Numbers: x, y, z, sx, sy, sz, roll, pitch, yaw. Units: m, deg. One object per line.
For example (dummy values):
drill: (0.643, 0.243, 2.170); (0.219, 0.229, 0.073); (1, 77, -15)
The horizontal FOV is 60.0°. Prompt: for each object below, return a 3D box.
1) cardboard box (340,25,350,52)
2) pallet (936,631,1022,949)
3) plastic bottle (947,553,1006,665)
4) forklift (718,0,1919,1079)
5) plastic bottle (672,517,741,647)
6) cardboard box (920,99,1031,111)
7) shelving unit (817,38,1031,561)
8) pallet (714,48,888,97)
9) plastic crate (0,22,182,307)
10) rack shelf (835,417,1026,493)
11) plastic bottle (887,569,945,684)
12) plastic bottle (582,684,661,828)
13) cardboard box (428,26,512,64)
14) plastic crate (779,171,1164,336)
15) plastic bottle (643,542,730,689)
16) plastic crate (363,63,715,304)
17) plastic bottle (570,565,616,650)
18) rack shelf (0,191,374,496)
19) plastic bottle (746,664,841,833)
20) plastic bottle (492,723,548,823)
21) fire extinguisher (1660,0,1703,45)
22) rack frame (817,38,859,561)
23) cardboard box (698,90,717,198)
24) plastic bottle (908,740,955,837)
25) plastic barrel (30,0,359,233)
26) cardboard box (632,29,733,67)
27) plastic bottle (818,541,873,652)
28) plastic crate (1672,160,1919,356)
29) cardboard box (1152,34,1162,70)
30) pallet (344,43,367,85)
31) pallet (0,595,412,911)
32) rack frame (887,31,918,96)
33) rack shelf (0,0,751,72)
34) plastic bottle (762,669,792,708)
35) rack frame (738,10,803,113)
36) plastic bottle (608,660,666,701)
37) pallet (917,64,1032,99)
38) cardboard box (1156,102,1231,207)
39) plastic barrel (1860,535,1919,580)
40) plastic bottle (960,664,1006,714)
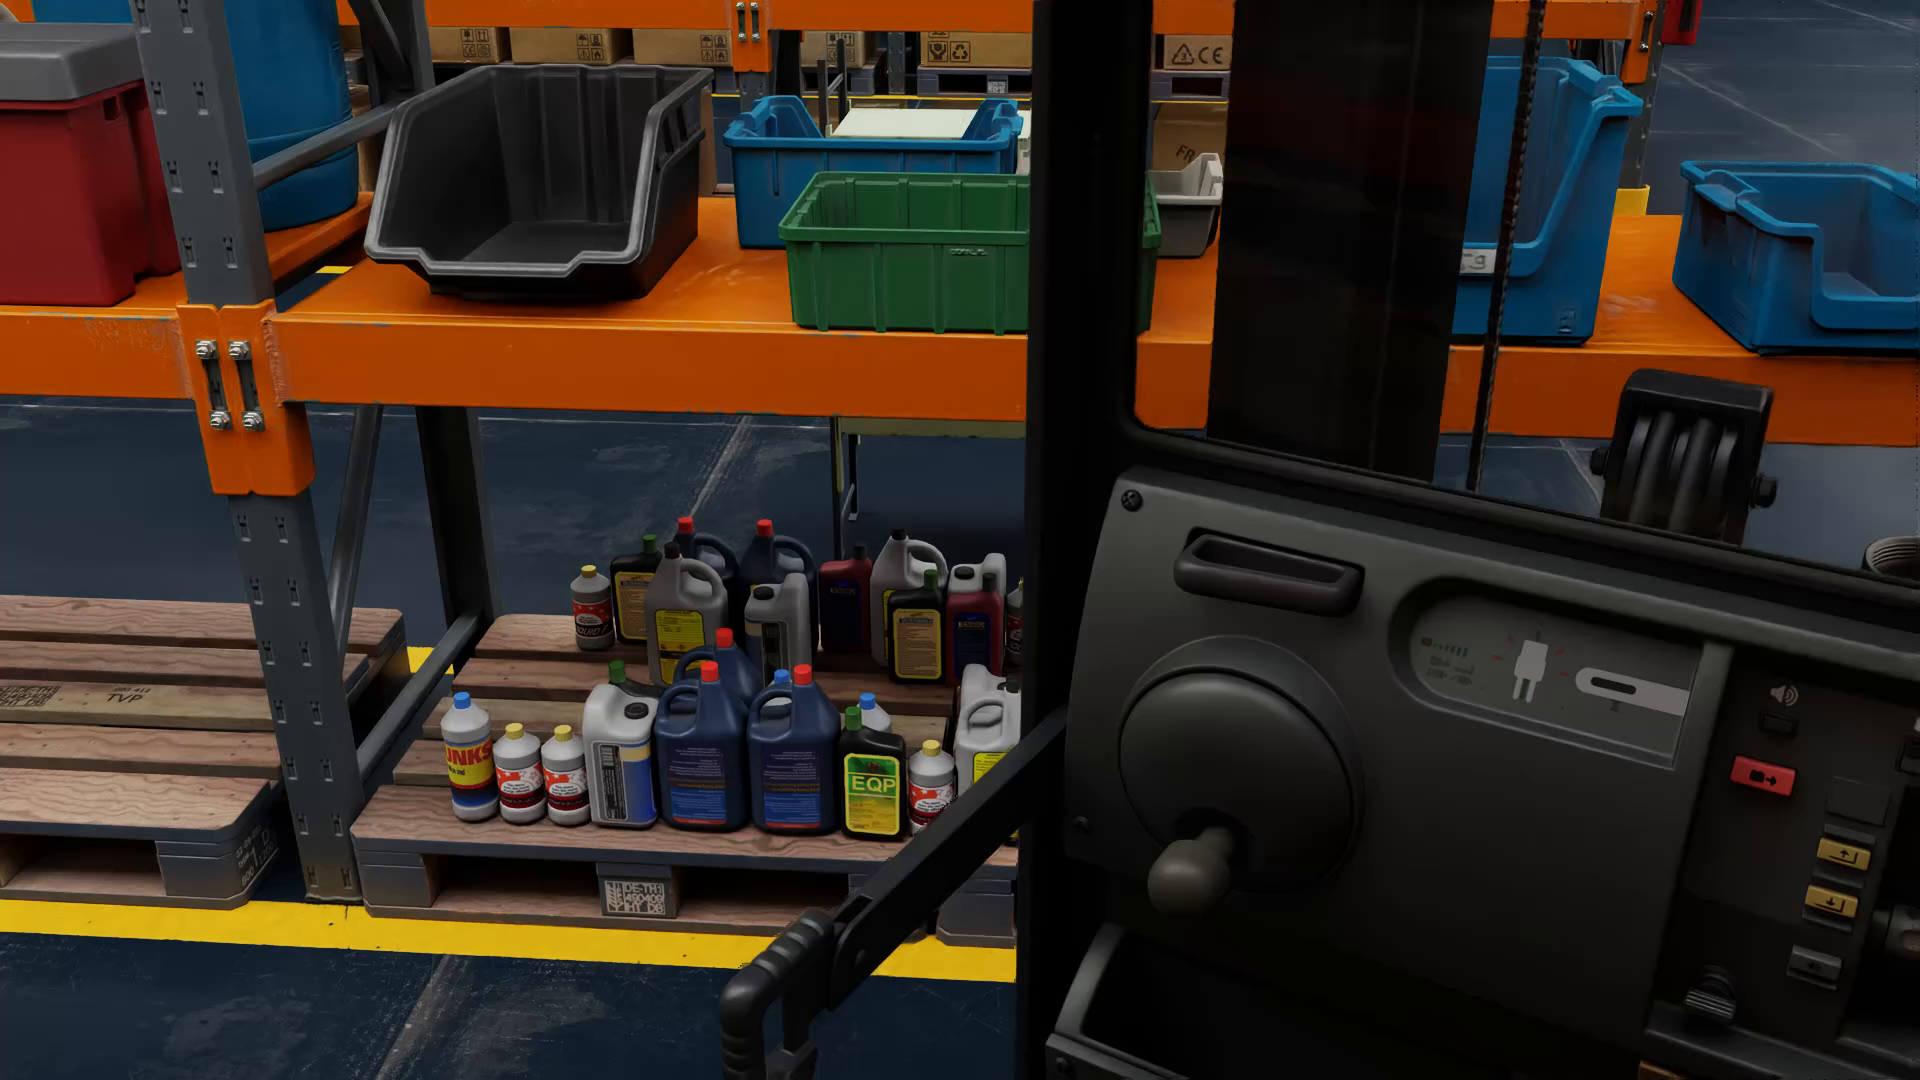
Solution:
cardboard box: (-5.104, -4.016, 12.877); (0.500, 0.500, 0.500); (2, 25, 4)
pallet: (0.587, 0.551, 3.800); (1.213, 0.211, 1.003); (2, 25, 4)
plastic bottle: (0.040, 0.169, 4.027); (0.135, 0.276, 0.152); (2, 25, 5)
forklift: (0.417, 0.239, 1.223); (1.130, 2.935, 3.031); (14, 28, 28)
plastic bottle: (-0.635, 0.112, 4.062); (0.185, 0.351, 0.144); (1, 25, 3)
cardboard box: (0.047, -1.867, 8.208); (0.500, 0.500, 0.500); (10, 27, 21)
shelving unit: (0.007, -0.681, 4.936); (0.755, 1.500, 0.431); (2, 25, 4)
pallet: (-1.215, -3.647, 12.924); (1.213, 0.211, 1.003); (2, 25, 4)
plastic crate: (-1.806, -0.709, 3.127); (0.583, 0.464, 0.402); (2, 25, 4)
rack shelf: (0.007, -0.385, 5.072); (0.720, 0.370, 0.431); (2, 25, 4)
plastic bottle: (-0.104, 0.202, 3.945); (0.133, 0.283, 0.061); (2, 25, 4)
plastic bottle: (-0.691, 0.437, 3.444); (0.135, 0.276, 0.152); (3, 25, 6)
cardboard box: (-3.828, -4.160, 12.892); (0.750, 0.750, 1.050); (2, 25, 3)
plastic crate: (0.032, -0.535, 3.078); (0.662, 0.188, 0.450); (2, 25, 4)
plastic bottle: (-0.646, 0.172, 3.931); (0.185, 0.351, 0.144); (2, 25, 4)
plastic crate: (-0.787, -0.694, 3.245); (0.504, 0.338, 0.767); (2, 25, 4)
plastic bottle: (-0.914, 0.161, 4.134); (0.097, 0.201, 0.097); (0, 25, 0)
rack shelf: (-3.294, -0.530, 3.673); (4.000, 0.370, 1.077); (2, 25, 4)
plastic bottle: (-0.338, 0.416, 3.400); (0.185, 0.351, 0.144); (1, 25, 2)
plastic bottle: (-0.914, 0.475, 3.450); (0.097, 0.201, 0.097); (0, 25, 0)
fire extinguisher: (3.147, -2.498, 7.183); (0.183, 0.674, 0.296); (2, 25, 4)
rack frame: (-0.358, -0.693, 4.961); (0.023, 1.500, 0.400); (2, 25, 4)
cardboard box: (-1.531, -1.950, 8.363); (0.500, 0.500, 0.700); (0, 25, 0)
plastic bottle: (-0.058, 0.503, 3.391); (0.097, 0.201, 0.097); (0, 25, 0)
plastic barrel: (-1.662, -1.159, 3.580); (0.708, 0.901, 0.600); (2, 25, 4)
cardboard box: (-2.027, -4.104, 12.770); (0.750, 0.750, 1.050); (2, 25, 4)
plastic bottle: (-0.278, 0.136, 4.089); (0.133, 0.283, 0.061); (3, 25, 8)
plastic crate: (1.520, -0.511, 2.951); (0.408, 0.251, 0.499); (2, 25, 4)
cardboard box: (1.081, -4.070, 12.545); (0.875, 0.875, 0.875); (2, 25, 4)
pallet: (-5.207, -3.808, 13.272); (1.213, 0.211, 1.003); (2, 25, 4)
pallet: (-2.085, 0.465, 3.986); (1.213, 0.211, 1.003); (2, 25, 4)
rack frame: (-0.440, -4.921, 12.355); (0.127, 3.000, 1.000); (2, 25, 4)
rack shelf: (-2.914, -2.594, 8.159); (4.000, 0.370, 1.077); (2, 25, 4)
plastic bottle: (-0.373, 0.400, 3.529); (0.097, 0.271, 0.097); (0, 25, 0)
rack frame: (-0.920, -2.857, 7.870); (0.127, 3.000, 1.000); (2, 25, 4)
plastic bottle: (-0.683, 0.389, 3.539); (0.133, 0.283, 0.061); (2, 25, 4)
pallet: (0.312, -3.597, 12.815); (1.213, 0.211, 1.003); (2, 25, 4)
cardboard box: (1.225, -1.844, 8.156); (0.500, 0.500, 0.500); (4, 25, 9)
plastic barrel: (2.027, 0.286, 3.514); (0.421, 0.512, 0.421); (0, 25, 0)
plastic bottle: (0.072, 0.401, 3.522); (0.135, 0.276, 0.152); (2, 25, 4)
